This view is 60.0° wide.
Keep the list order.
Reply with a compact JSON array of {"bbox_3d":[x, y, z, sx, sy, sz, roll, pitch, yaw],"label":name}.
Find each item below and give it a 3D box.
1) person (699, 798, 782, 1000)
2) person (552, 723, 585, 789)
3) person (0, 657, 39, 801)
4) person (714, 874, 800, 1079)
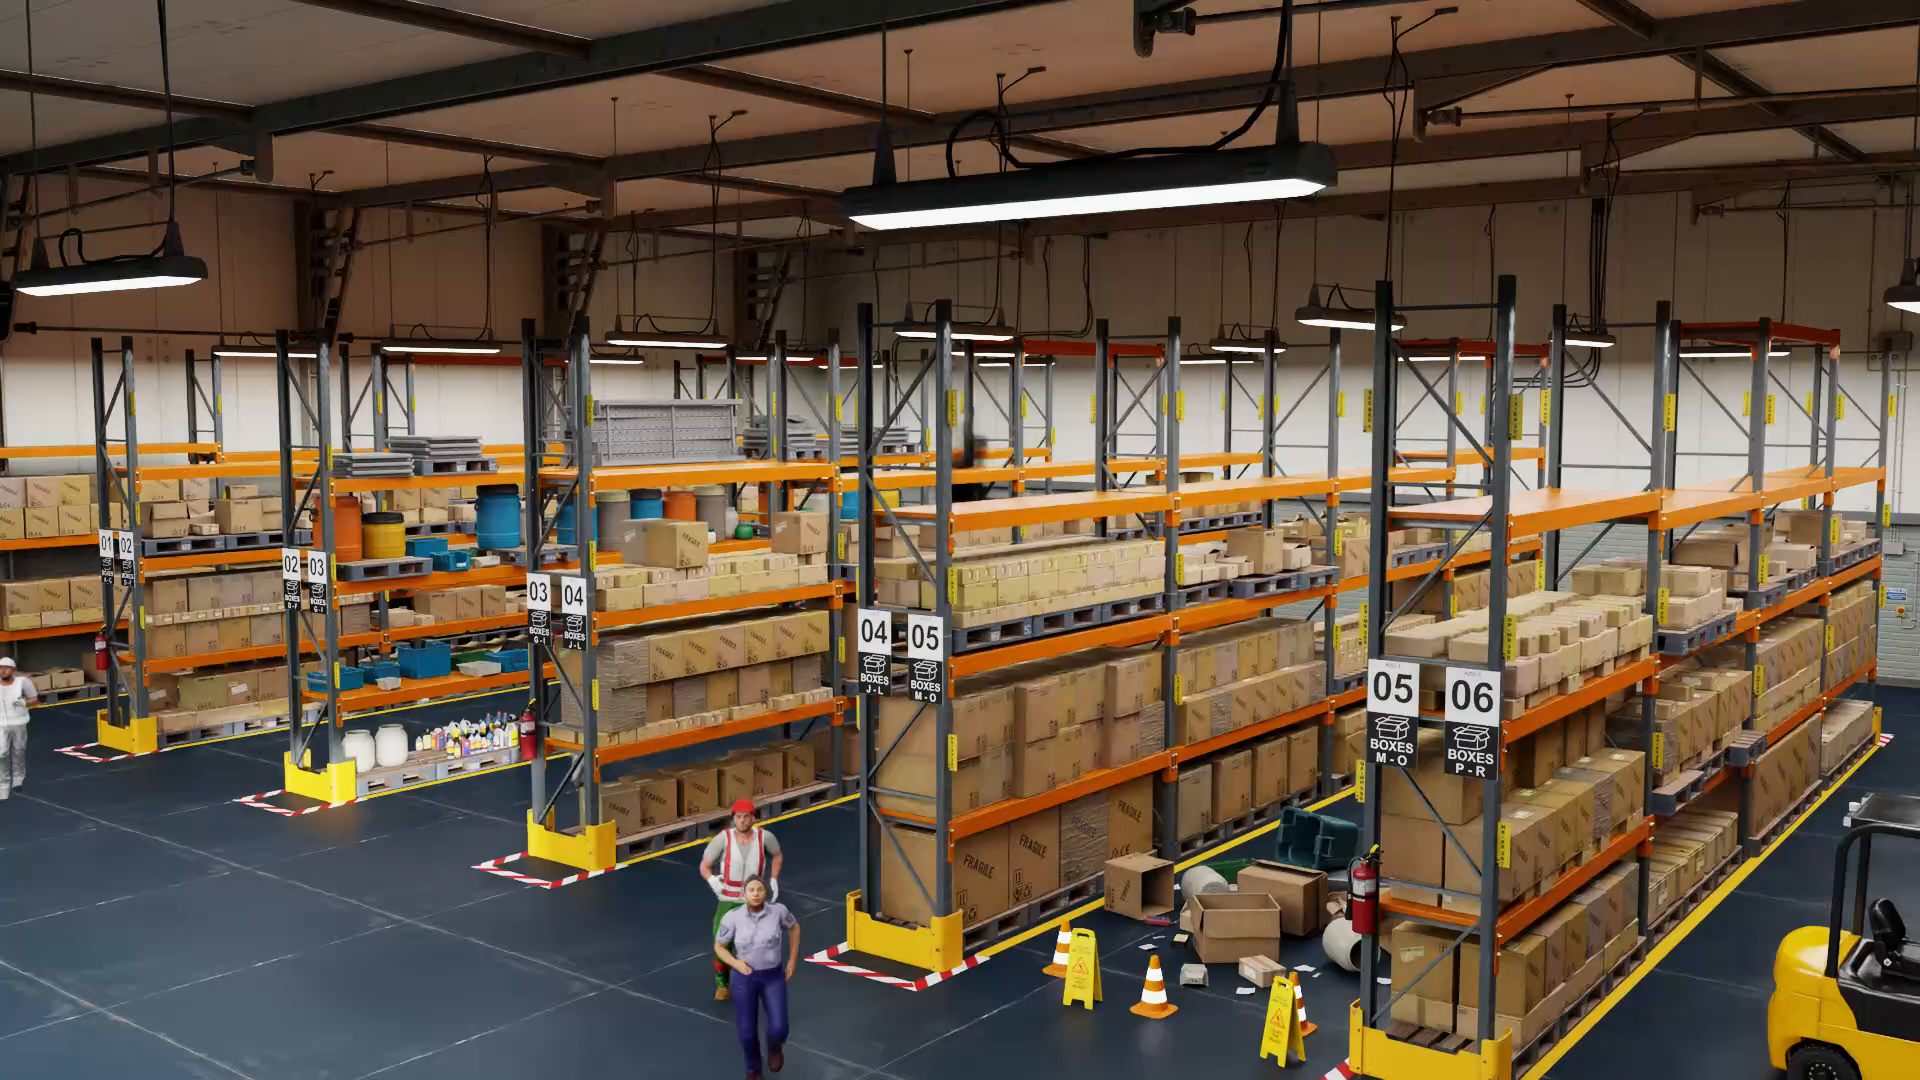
[{"bbox_3d":[-1.843,3.064,14.091,0.717,1.749,0.659,-1,5,-11],"label":"person"},{"bbox_3d":[-4.645,2.525,20.338,0.664,1.751,0.657,4,6,37],"label":"person"},{"bbox_3d":[-12.237,2.422,21.481,0.645,1.852,0.786,-2,5,-21],"label":"person"},{"bbox_3d":[-1.489,3.290,12.331,0.657,1.615,0.527,-1,5,-12],"label":"person"}]
